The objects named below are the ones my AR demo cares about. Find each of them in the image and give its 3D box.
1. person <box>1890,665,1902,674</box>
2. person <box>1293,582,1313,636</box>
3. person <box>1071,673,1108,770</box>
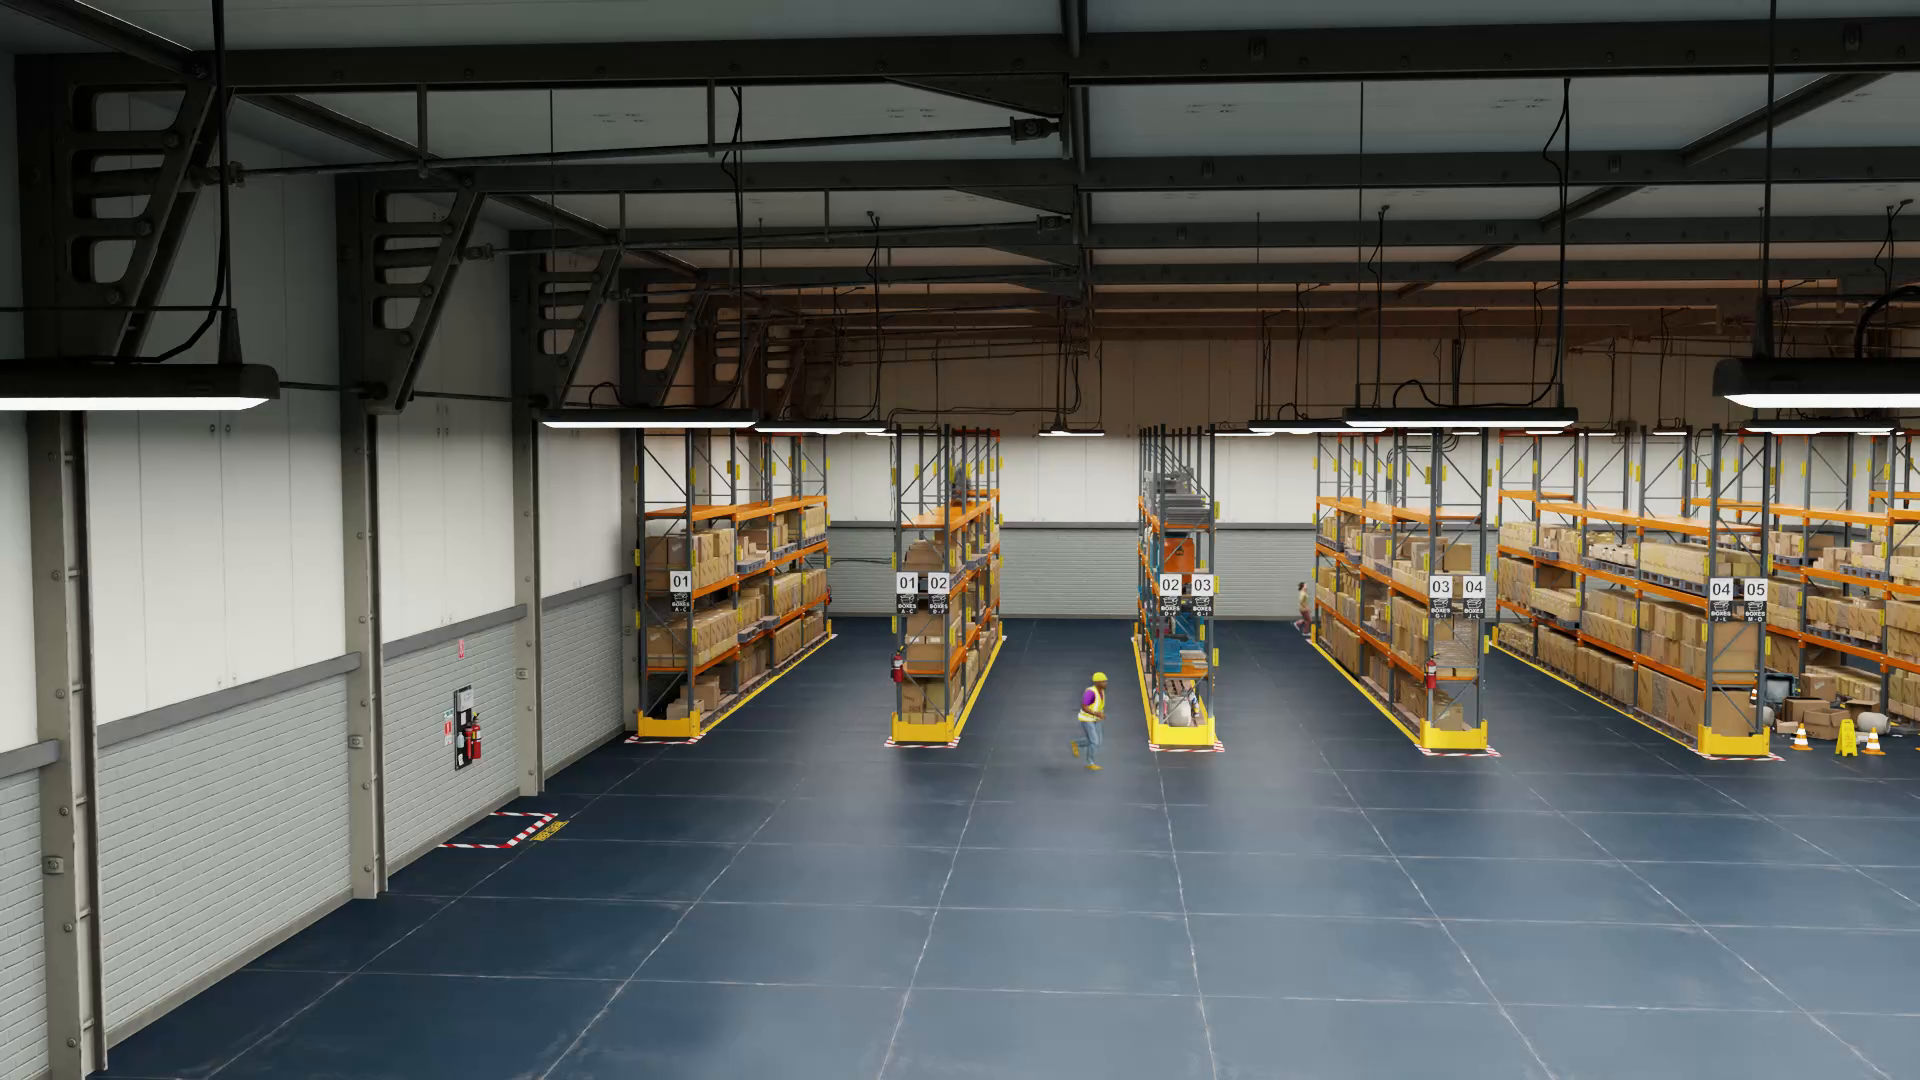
[{"bbox_3d":[21.123,2.655,37.299,0.638,1.657,0.670,0,3,1],"label":"person"},{"bbox_3d":[9.926,2.001,48.075,0.552,1.589,0.609,1,4,11],"label":"person"},{"bbox_3d":[2.244,3.128,28.765,0.753,1.703,0.686,2,4,34],"label":"person"}]
